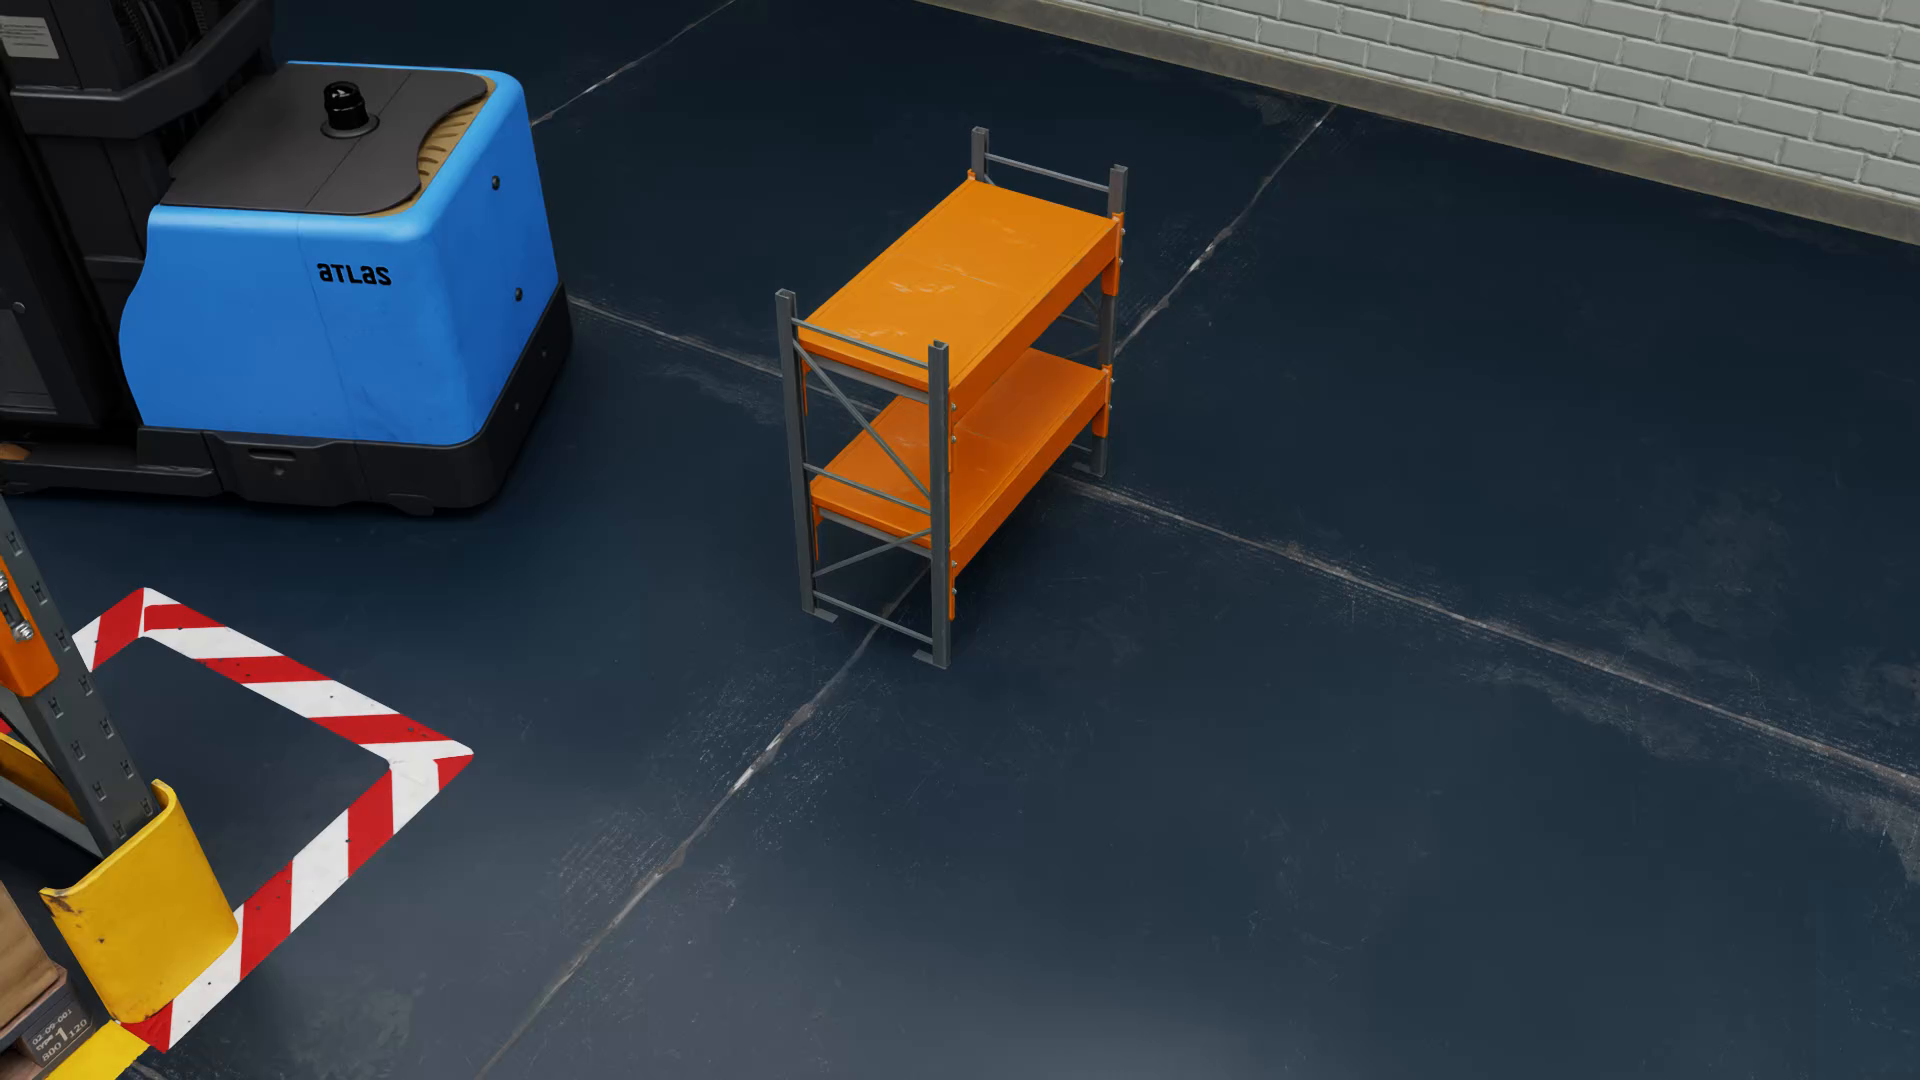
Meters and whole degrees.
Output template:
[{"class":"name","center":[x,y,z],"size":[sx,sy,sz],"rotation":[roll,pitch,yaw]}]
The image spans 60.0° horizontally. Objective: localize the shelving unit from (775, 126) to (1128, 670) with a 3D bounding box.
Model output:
[{"class":"shelving unit","center":[0.003,-0.426,4.883],"size":[0.538,1.125,1.048],"rotation":[21,45,22]}]

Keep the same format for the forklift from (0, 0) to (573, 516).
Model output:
[{"class":"forklift","center":[-2.938,-1.591,4.838],"size":[3.031,2.935,1.130],"rotation":[4,42,5]}]

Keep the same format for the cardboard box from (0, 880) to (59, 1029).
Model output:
[{"class":"cardboard box","center":[-2.385,0.869,3.552],"size":[0.500,0.500,0.500],"rotation":[21,45,22]}]

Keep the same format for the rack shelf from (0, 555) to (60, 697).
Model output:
[{"class":"rack shelf","center":[-3.327,1.118,2.256],"size":[1.077,0.370,4.000],"rotation":[21,45,22]}]

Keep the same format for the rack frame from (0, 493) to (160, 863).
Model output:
[{"class":"rack frame","center":[-2.327,-0.297,3.317],"size":[1.000,3.000,0.127],"rotation":[21,45,22]}]

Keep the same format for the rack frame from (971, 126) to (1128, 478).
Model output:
[{"class":"rack frame","center":[0.258,-0.717,5.213],"size":[0.500,1.125,0.032],"rotation":[21,45,22]}]

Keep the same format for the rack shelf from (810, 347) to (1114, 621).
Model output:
[{"class":"rack shelf","center":[0.003,-0.243,5.044],"size":[0.538,0.278,1.000],"rotation":[21,45,22]}]

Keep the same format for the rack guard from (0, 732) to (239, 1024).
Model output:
[{"class":"rack guard","center":[-2.365,0.685,4.094],"size":[1.175,0.500,0.348],"rotation":[21,45,22]}]

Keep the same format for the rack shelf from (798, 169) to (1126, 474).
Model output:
[{"class":"rack shelf","center":[0.003,-0.646,4.689],"size":[0.538,0.278,1.000],"rotation":[21,45,22]}]

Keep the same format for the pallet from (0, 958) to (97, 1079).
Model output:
[{"class":"pallet","center":[-2.763,1.250,3.671],"size":[1.003,0.211,1.213],"rotation":[21,45,22]}]

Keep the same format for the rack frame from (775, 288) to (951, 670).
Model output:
[{"class":"rack frame","center":[-0.251,-0.135,4.552],"size":[0.500,1.125,0.032],"rotation":[21,45,22]}]
